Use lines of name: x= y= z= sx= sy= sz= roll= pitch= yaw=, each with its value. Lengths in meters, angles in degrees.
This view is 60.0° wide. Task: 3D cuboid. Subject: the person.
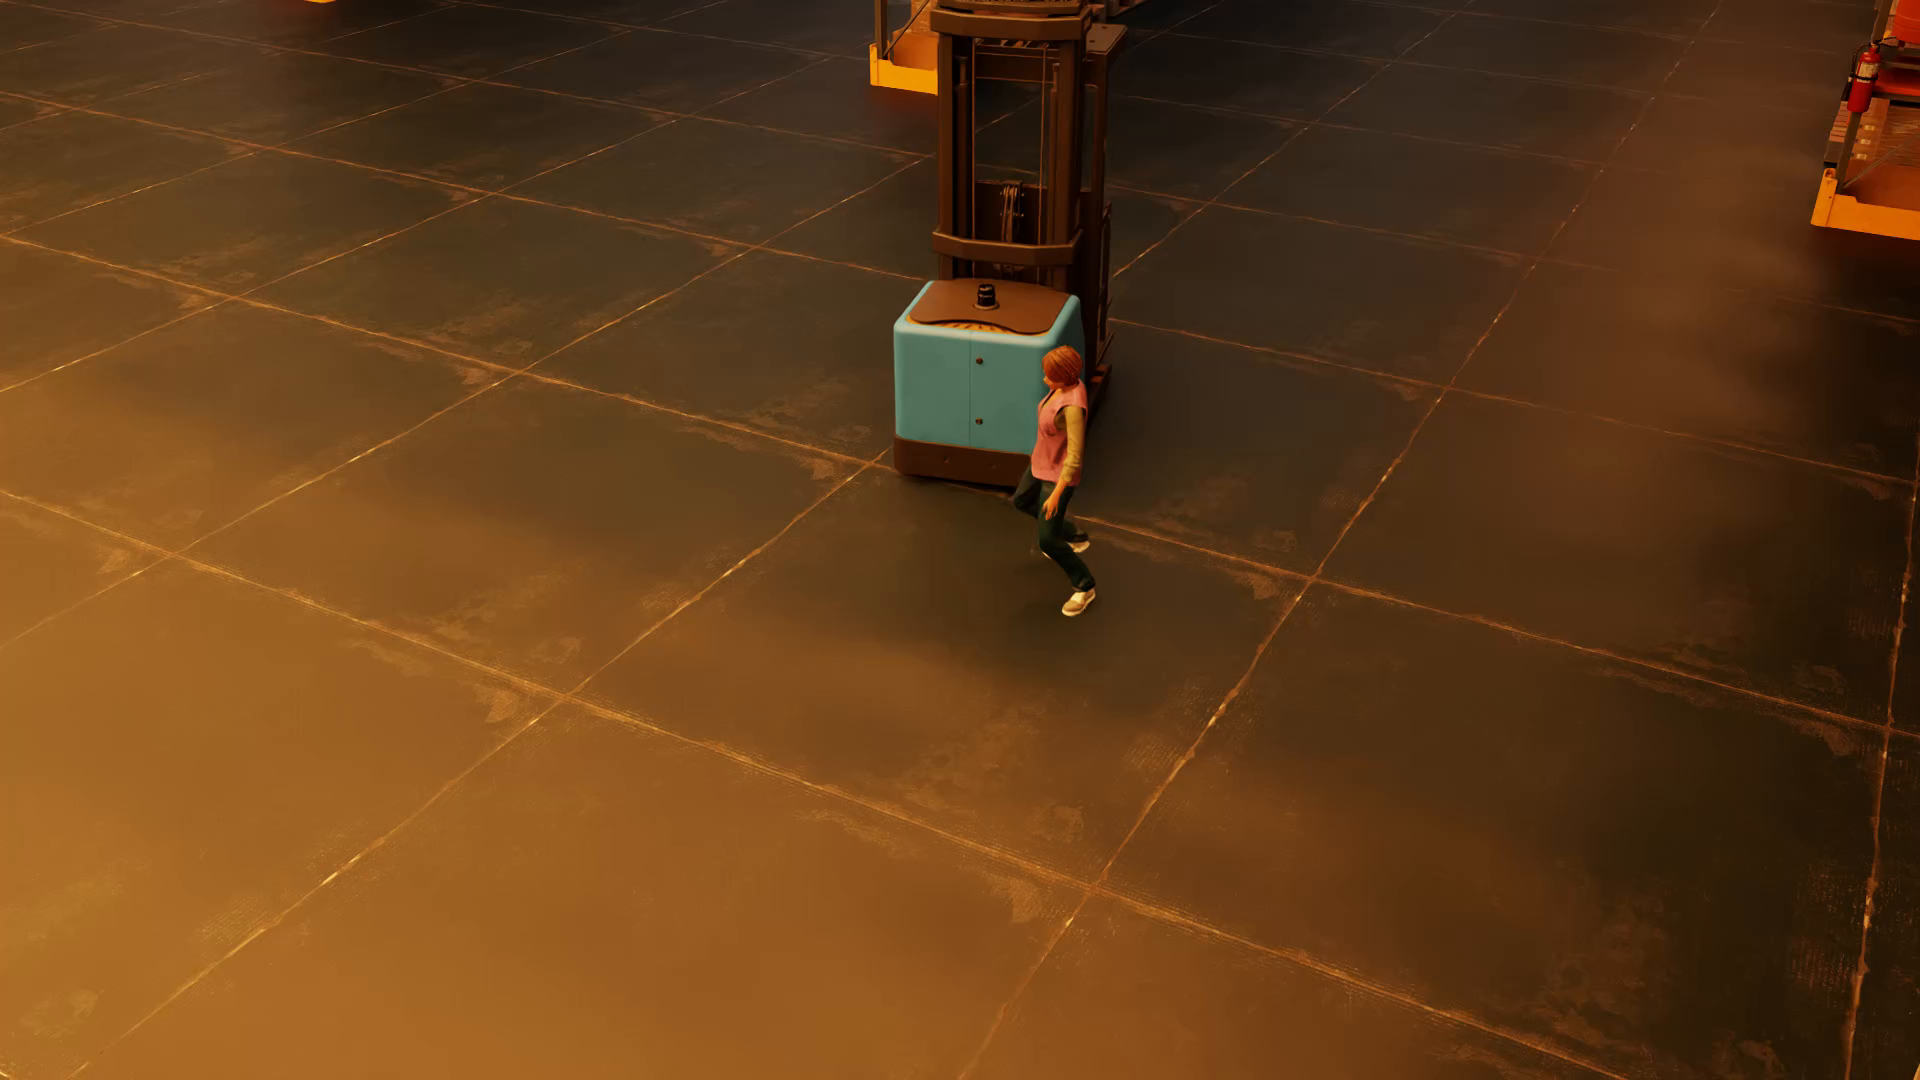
person: x=0.537 y=-0.397 z=9.203 sx=0.452 sy=1.508 sz=0.762 roll=-1 pitch=30 yaw=-1

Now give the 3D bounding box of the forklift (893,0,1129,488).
forklift: x=0.458 y=-2.305 z=11.065 sx=1.130 sy=2.935 sz=3.031 roll=8 pitch=31 yaw=13
